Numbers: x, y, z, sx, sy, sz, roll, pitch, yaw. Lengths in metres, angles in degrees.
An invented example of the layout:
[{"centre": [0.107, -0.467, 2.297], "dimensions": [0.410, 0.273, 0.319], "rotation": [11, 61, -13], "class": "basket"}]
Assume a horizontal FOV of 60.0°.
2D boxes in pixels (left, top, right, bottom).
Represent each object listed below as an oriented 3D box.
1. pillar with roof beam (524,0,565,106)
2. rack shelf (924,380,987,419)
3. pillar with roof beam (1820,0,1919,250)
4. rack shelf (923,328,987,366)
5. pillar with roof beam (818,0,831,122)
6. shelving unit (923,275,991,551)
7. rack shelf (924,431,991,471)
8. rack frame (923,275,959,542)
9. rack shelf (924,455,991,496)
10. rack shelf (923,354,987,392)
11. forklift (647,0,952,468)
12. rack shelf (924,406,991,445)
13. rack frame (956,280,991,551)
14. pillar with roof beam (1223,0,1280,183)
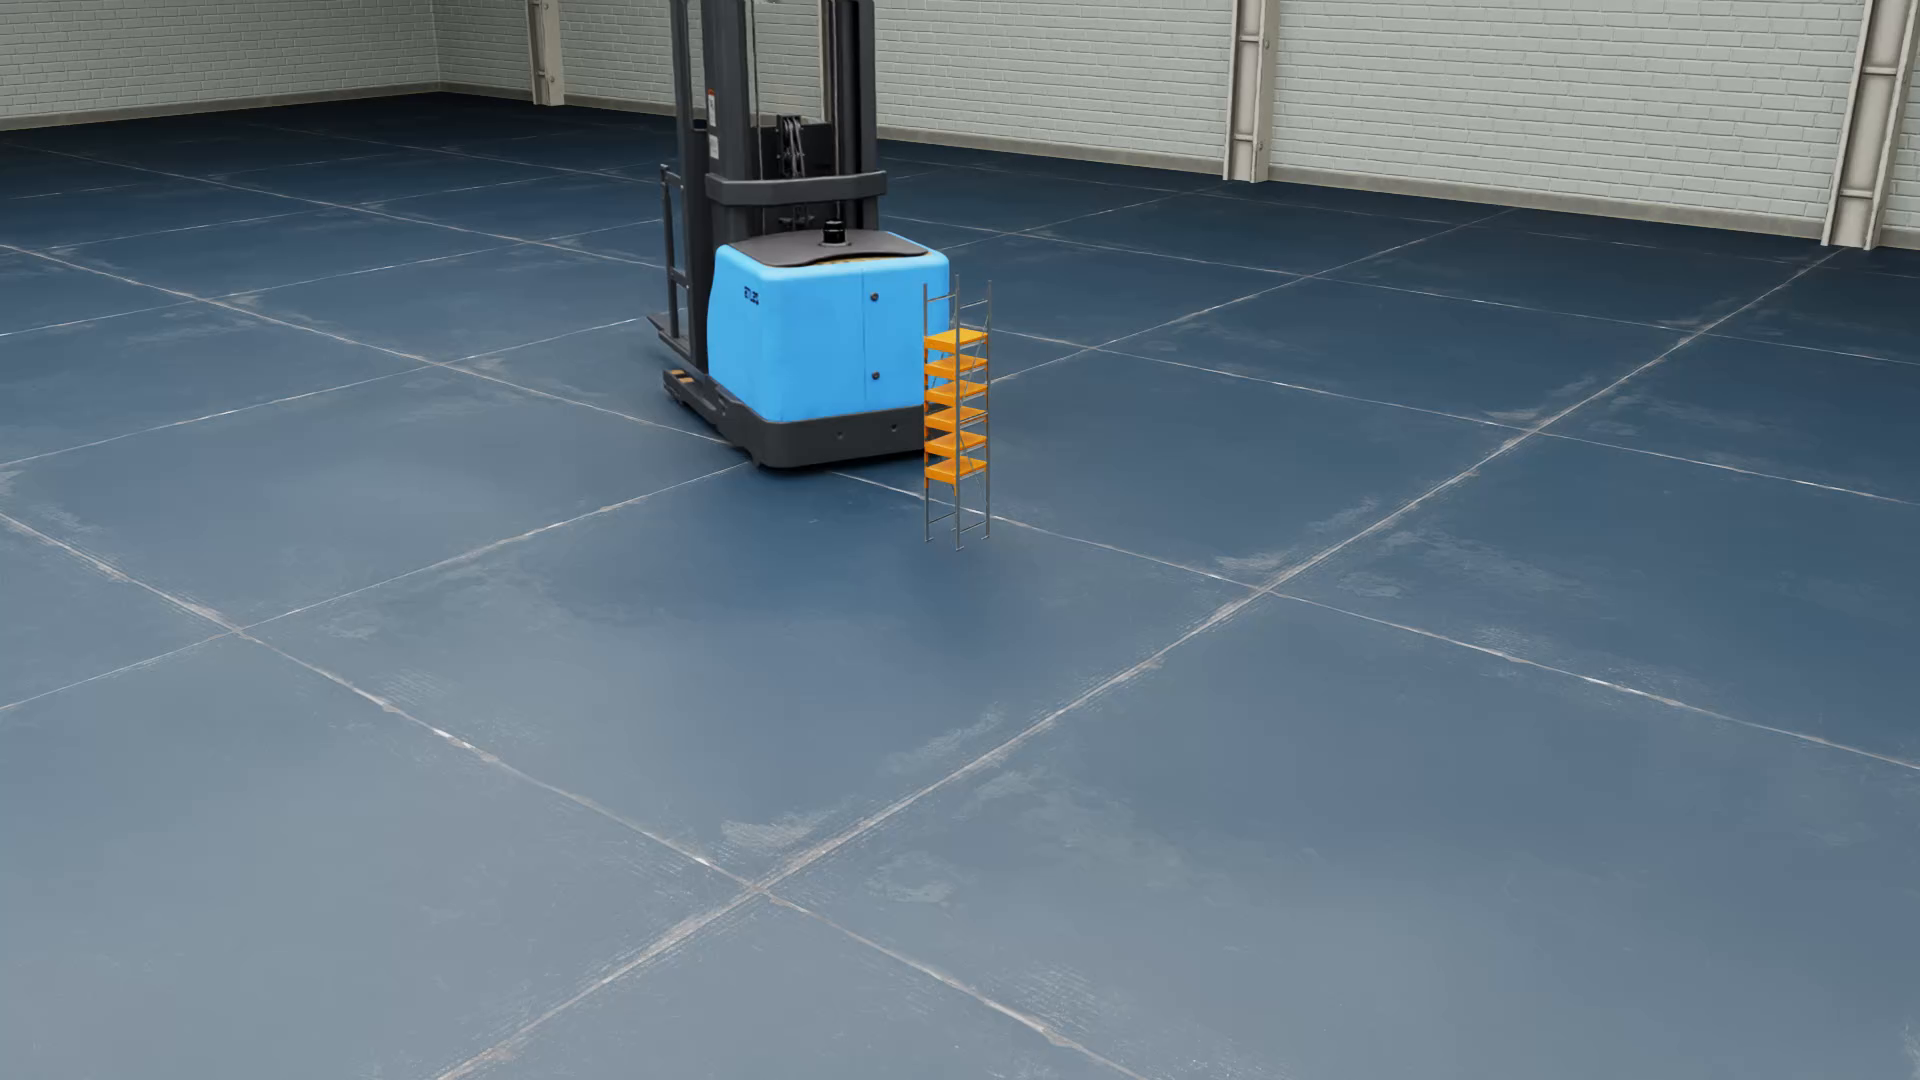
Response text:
[{"centre": [-8.922, -9.618, 20.421], "dimensions": [0.400, 9.000, 9.100], "rotation": [16, 26, 36], "class": "pillar with roof beam"}, {"centre": [-0.011, -0.635, 7.438], "dimensions": [0.180, 0.103, 0.258], "rotation": [16, 26, 36], "class": "rack shelf"}, {"centre": [5.024, -5.603, 9.772], "dimensions": [0.400, 9.000, 9.100], "rotation": [16, 26, 36], "class": "pillar with roof beam"}, {"centre": [-0.011, -0.860, 7.354], "dimensions": [0.180, 0.103, 0.258], "rotation": [16, 26, 36], "class": "rack shelf"}, {"centre": [-4.273, -8.280, 16.871], "dimensions": [0.400, 9.000, 9.100], "rotation": [16, 26, 36], "class": "pillar with roof beam"}, {"centre": [-0.011, -0.565, 7.465], "dimensions": [0.189, 1.200, 0.258], "rotation": [16, 26, 36], "class": "shelving unit"}, {"centre": [-0.011, -0.411, 7.523], "dimensions": [0.180, 0.103, 0.258], "rotation": [16, 26, 36], "class": "rack shelf"}, {"centre": [-0.082, -0.585, 7.519], "dimensions": [0.006, 1.200, 0.240], "rotation": [16, 26, 36], "class": "rack frame"}, {"centre": [-0.011, -0.298, 7.565], "dimensions": [0.180, 0.103, 0.258], "rotation": [16, 26, 36], "class": "rack shelf"}, {"centre": [-0.011, -0.748, 7.396], "dimensions": [0.180, 0.103, 0.258], "rotation": [16, 26, 36], "class": "rack shelf"}, {"centre": [-1.120, -2.218, 9.395], "dimensions": [1.130, 2.935, 3.031], "rotation": [-9, 23, -23], "class": "forklift"}, {"centre": [-0.011, -0.523, 7.481], "dimensions": [0.180, 0.103, 0.258], "rotation": [16, 26, 36], "class": "rack shelf"}, {"centre": [0.060, -0.544, 7.411], "dimensions": [0.006, 1.200, 0.240], "rotation": [16, 26, 36], "class": "rack frame"}, {"centre": [0.375, -6.941, 13.321], "dimensions": [0.400, 9.000, 9.100], "rotation": [16, 26, 36], "class": "pillar with roof beam"}]
